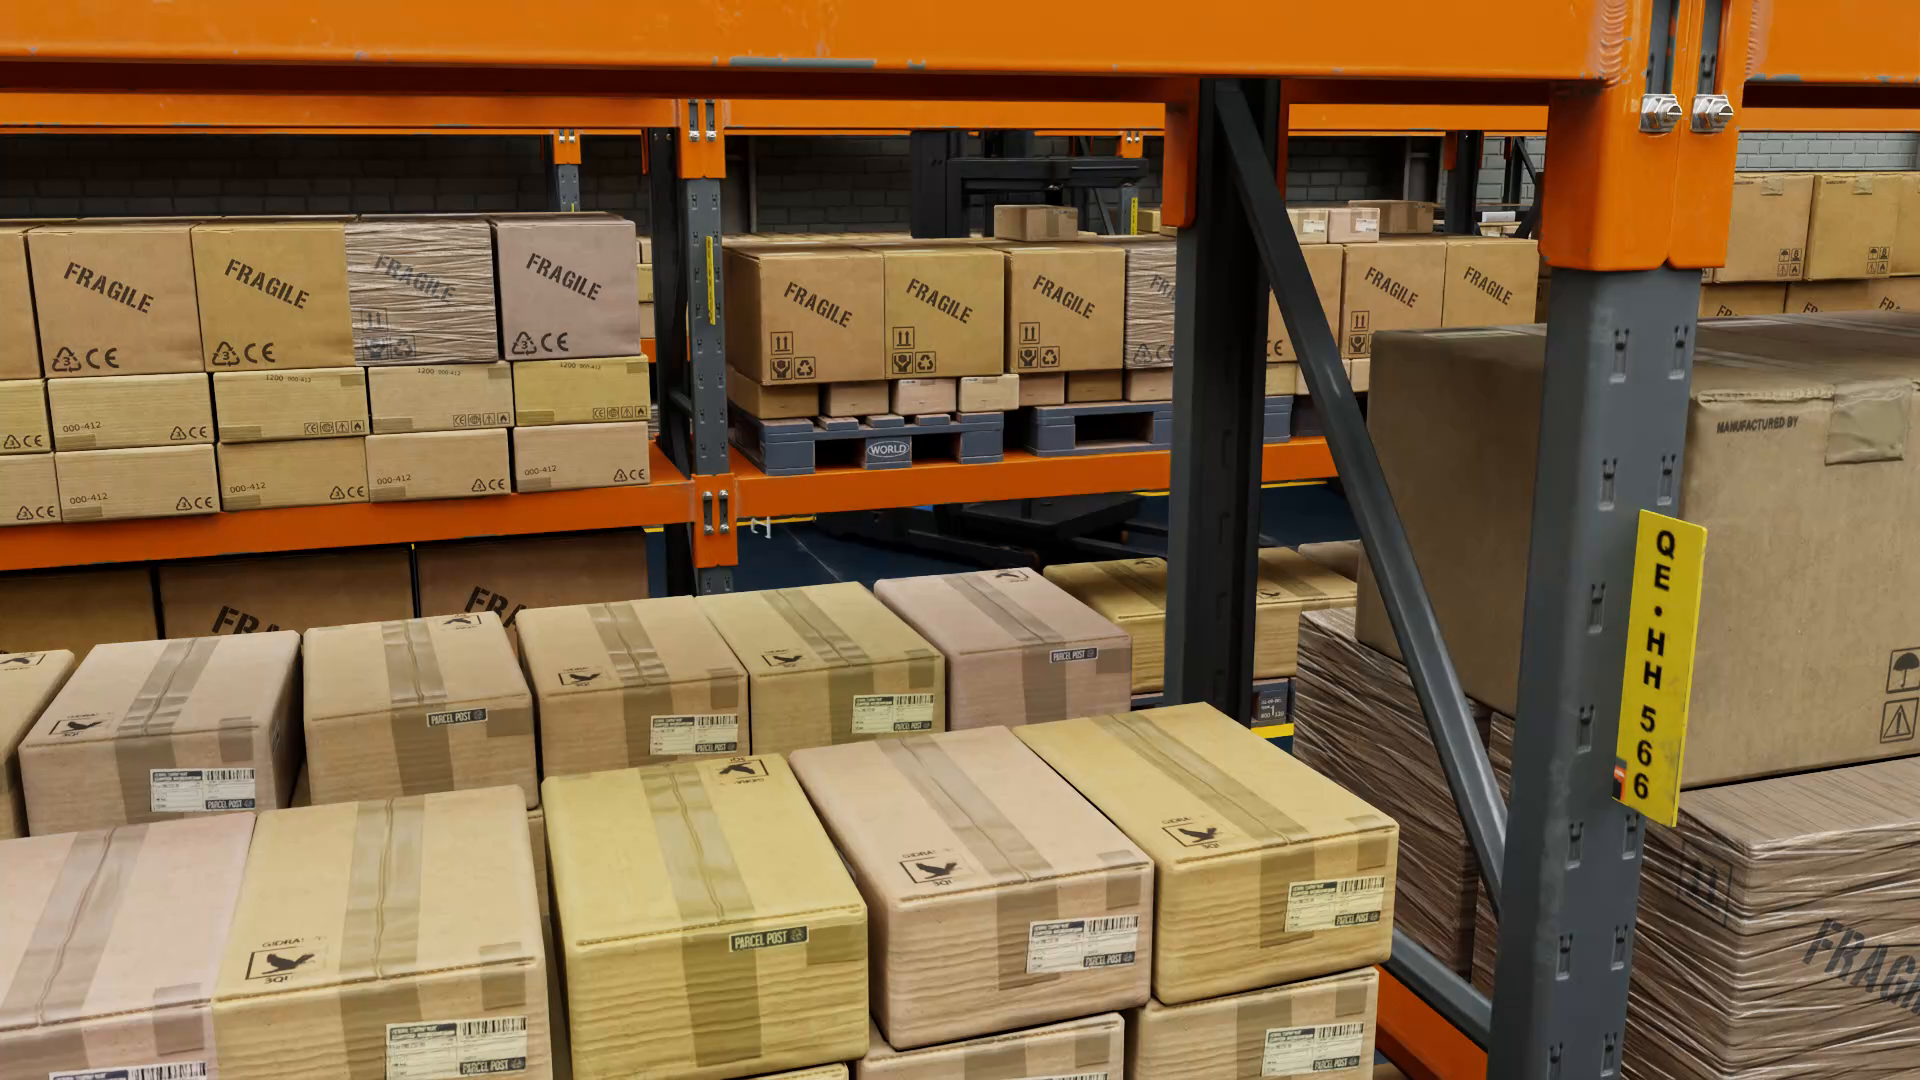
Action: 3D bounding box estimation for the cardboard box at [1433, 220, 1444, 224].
[{"bbox_3d":[3.668,-2.555,13.143,0.250,0.149,0.380,-4,14,-17],"label":"cardboard box"}]

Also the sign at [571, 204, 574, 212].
[{"bbox_3d":[-2.525,-2.031,10.868,0.005,0.325,0.100,-4,14,-18],"label":"sign"}]

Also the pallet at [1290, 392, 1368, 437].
[{"bbox_3d":[1.900,-0.714,8.075,1.213,0.211,1.003,-4,14,-18],"label":"pallet"}]

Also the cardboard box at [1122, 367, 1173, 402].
[{"bbox_3d":[0.794,-0.710,7.282,0.250,0.149,0.380,-4,14,-16],"label":"cardboard box"}]

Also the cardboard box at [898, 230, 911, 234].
[{"bbox_3d":[-0.305,-2.242,12.470,0.250,0.149,0.380,-4,14,-18],"label":"cardboard box"}]

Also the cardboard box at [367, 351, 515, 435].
[{"bbox_3d":[-1.983,-0.576,6.327,0.500,0.250,0.500,-5,14,-20],"label":"cardboard box"}]

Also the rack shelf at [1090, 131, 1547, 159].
[{"bbox_3d":[2.979,-3.177,13.088,4.000,0.370,1.077,-4,14,-18],"label":"rack shelf"}]

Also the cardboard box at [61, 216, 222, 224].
[{"bbox_3d":[-3.108,-0.979,6.398,0.500,0.500,0.500,-4,14,-17],"label":"cardboard box"}]

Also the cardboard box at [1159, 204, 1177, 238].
[{"bbox_3d":[1.115,-1.485,7.735,0.250,0.149,0.380,-4,14,-15],"label":"cardboard box"}]

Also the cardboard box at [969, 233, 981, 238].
[{"bbox_3d":[0.136,-2.132,12.006,0.250,0.149,0.380,-5,14,-20],"label":"cardboard box"}]

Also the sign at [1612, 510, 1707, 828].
[{"bbox_3d":[0.736,0.136,1.760,0.005,0.325,0.100,-4,14,-18],"label":"sign"}]

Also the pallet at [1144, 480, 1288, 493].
[{"bbox_3d":[1.851,-0.613,13.263,1.213,0.211,1.003,-4,14,-18],"label":"pallet"}]

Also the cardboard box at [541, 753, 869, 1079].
[{"bbox_3d":[-0.251,0.345,1.562,0.250,0.149,0.380,-4,14,-16],"label":"cardboard box"}]

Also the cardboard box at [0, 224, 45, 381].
[{"bbox_3d":[-3.453,-0.826,5.755,0.500,0.500,0.500,-5,14,-19],"label":"cardboard box"}]

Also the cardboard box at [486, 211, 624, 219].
[{"bbox_3d":[-1.666,-1.089,6.860,0.500,0.500,0.500,-5,14,-20],"label":"cardboard box"}]

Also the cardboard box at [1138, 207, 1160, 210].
[{"bbox_3d":[1.541,-2.528,13.028,0.250,0.149,0.380,-5,14,-20],"label":"cardboard box"}]

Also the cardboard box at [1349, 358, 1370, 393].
[{"bbox_3d":[1.782,-0.773,7.544,0.250,0.149,0.380,-5,14,-19],"label":"cardboard box"}]

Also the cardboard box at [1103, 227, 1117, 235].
[{"bbox_3d":[1.307,-2.364,12.982,0.250,0.149,0.380,-5,14,-18],"label":"cardboard box"}]

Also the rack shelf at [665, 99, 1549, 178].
[{"bbox_3d":[0.775,-1.793,7.272,4.000,0.370,1.077,-4,14,-18],"label":"rack shelf"}]

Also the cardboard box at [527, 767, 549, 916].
[{"bbox_3d":[-0.477,0.348,2.191,0.250,0.149,0.380,-5,14,-20],"label":"cardboard box"}]

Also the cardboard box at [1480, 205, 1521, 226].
[{"bbox_3d":[4.379,-2.626,13.441,0.250,0.149,0.380,-4,14,-18],"label":"cardboard box"}]

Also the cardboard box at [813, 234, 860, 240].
[{"bbox_3d":[-0.876,-2.086,11.811,0.250,0.149,0.380,-4,14,-18],"label":"cardboard box"}]

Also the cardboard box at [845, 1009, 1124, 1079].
[{"bbox_3d":[-0.022,0.472,1.671,0.250,0.149,0.380,-4,14,-16],"label":"cardboard box"}]

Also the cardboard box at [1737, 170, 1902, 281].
[{"bbox_3d":[4.132,-1.560,8.200,0.500,0.500,0.700,-5,14,-19],"label":"cardboard box"}]

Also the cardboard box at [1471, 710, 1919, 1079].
[{"bbox_3d":[1.066,0.519,2.261,0.500,0.500,0.500,-4,14,-17],"label":"cardboard box"}]

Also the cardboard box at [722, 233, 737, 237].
[{"bbox_3d":[-1.776,-2.140,12.040,0.250,0.149,0.380,-5,14,-19],"label":"cardboard box"}]

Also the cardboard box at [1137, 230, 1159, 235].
[{"bbox_3d":[1.470,-2.250,12.501,0.250,0.149,0.380,-5,14,-19],"label":"cardboard box"}]

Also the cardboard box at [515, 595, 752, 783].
[{"bbox_3d":[-0.434,0.200,2.171,0.250,0.149,0.380,-5,14,-18],"label":"cardboard box"}]

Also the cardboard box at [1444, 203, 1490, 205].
[{"bbox_3d":[4.217,-2.740,13.920,0.250,0.149,0.380,-4,14,-16],"label":"cardboard box"}]

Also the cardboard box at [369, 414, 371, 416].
[{"bbox_3d":[-3.872,-0.790,11.075,0.250,0.149,0.380,-4,14,-16],"label":"cardboard box"}]

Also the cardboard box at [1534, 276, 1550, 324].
[{"bbox_3d":[3.012,-1.112,8.477,0.500,0.500,0.500,-5,14,-20],"label":"cardboard box"}]

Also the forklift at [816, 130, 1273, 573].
[{"bbox_3d":[0.498,-1.336,10.426,3.031,2.935,1.130,10,17,37],"label":"forklift"}]

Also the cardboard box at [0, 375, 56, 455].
[{"bbox_3d":[-3.433,-0.458,5.830,0.500,0.250,0.500,-4,14,-17],"label":"cardboard box"}]

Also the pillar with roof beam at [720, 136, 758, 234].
[{"bbox_3d":[-0.386,-3.893,8.063,0.400,9.000,9.100,-4,14,-18],"label":"pillar with roof beam"}]

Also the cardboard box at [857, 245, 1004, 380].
[{"bbox_3d":[-0.129,-0.956,6.915,0.500,0.500,0.500,-4,14,-15],"label":"cardboard box"}]

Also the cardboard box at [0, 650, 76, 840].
[{"bbox_3d":[-1.191,0.259,1.920,0.250,0.149,0.380,-4,14,-16],"label":"cardboard box"}]

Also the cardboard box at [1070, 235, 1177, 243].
[{"bbox_3d":[0.704,-1.147,7.714,0.500,0.500,0.500,-5,14,-20],"label":"cardboard box"}]

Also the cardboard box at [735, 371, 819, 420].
[{"bbox_3d":[-0.753,-0.602,6.825,0.250,0.149,0.380,-5,14,-21],"label":"cardboard box"}]

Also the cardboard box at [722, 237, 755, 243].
[{"bbox_3d":[-1.580,-2.014,11.511,0.250,0.149,0.380,-4,14,-17],"label":"cardboard box"}]

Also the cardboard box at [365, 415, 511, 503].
[{"bbox_3d":[-1.996,-0.328,6.363,0.500,0.250,0.500,-4,14,-17],"label":"cardboard box"}]

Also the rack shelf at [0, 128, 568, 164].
[{"bbox_3d":[-4.603,-2.586,10.606,4.000,0.370,1.077,-4,14,-18],"label":"rack shelf"}]

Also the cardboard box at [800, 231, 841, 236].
[{"bbox_3d":[-1.015,-2.175,12.186,0.250,0.149,0.380,-4,14,-16],"label":"cardboard box"}]

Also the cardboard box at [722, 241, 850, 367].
[{"bbox_3d":[-0.778,-1.028,7.218,0.500,0.500,0.500,-5,14,-20],"label":"cardboard box"}]

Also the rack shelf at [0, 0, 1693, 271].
[{"bbox_3d":[-1.342,-0.420,1.498,4.000,0.370,1.077,-4,14,-18],"label":"rack shelf"}]

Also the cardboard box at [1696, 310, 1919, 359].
[{"bbox_3d":[1.461,-0.062,2.543,0.500,0.500,0.700,-5,14,-19],"label":"cardboard box"}]

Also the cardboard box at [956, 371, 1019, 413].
[{"bbox_3d":[0.067,-0.641,6.990,0.250,0.149,0.380,-4,14,-18],"label":"cardboard box"}]

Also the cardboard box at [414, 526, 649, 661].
[{"bbox_3d":[-1.802,0.326,6.975,0.875,0.875,0.875,-5,14,-19],"label":"cardboard box"}]

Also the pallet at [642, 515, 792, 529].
[{"bbox_3d":[-1.915,-0.320,12.033,1.213,0.211,1.003,-4,14,-18],"label":"pallet"}]

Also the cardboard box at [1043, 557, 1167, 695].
[{"bbox_3d":[0.835,0.387,7.803,0.625,0.372,0.950,-4,14,-16],"label":"cardboard box"}]

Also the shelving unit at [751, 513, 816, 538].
[{"bbox_3d":[-1.156,-0.652,11.289,0.503,1.200,0.258,-10,16,-35],"label":"shelving unit"}]

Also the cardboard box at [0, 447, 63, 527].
[{"bbox_3d":[-3.430,-0.215,5.891,0.500,0.250,0.500,-5,14,-19],"label":"cardboard box"}]

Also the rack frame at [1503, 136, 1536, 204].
[{"bbox_3d":[4.875,-2.215,13.973,0.127,3.000,1.000,-4,14,-18],"label":"rack frame"}]

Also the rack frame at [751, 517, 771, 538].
[{"bbox_3d":[-1.352,-0.618,11.148,0.015,1.200,0.240,-10,16,-35],"label":"rack frame"}]

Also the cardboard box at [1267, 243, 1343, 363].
[{"bbox_3d":[1.345,-1.071,7.397,0.500,0.500,0.500,-4,14,-16],"label":"cardboard box"}]

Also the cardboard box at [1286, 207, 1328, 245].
[{"bbox_3d":[1.404,-1.382,7.302,0.250,0.149,0.380,-5,14,-20],"label":"cardboard box"}]

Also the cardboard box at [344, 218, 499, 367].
[{"bbox_3d":[-2.011,-0.936,6.219,0.500,0.500,0.500,-4,14,-17],"label":"cardboard box"}]

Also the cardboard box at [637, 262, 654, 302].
[{"bbox_3d":[-2.201,-1.769,11.340,0.500,0.250,0.500,-4,14,-18],"label":"cardboard box"}]

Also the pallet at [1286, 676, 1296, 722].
[{"bbox_3d":[1.933,0.583,8.236,1.213,0.211,1.003,-4,14,-18],"label":"pallet"}]

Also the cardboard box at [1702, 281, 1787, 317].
[{"bbox_3d":[3.645,-1.038,8.167,0.500,0.500,0.500,-5,14,-18],"label":"cardboard box"}]
